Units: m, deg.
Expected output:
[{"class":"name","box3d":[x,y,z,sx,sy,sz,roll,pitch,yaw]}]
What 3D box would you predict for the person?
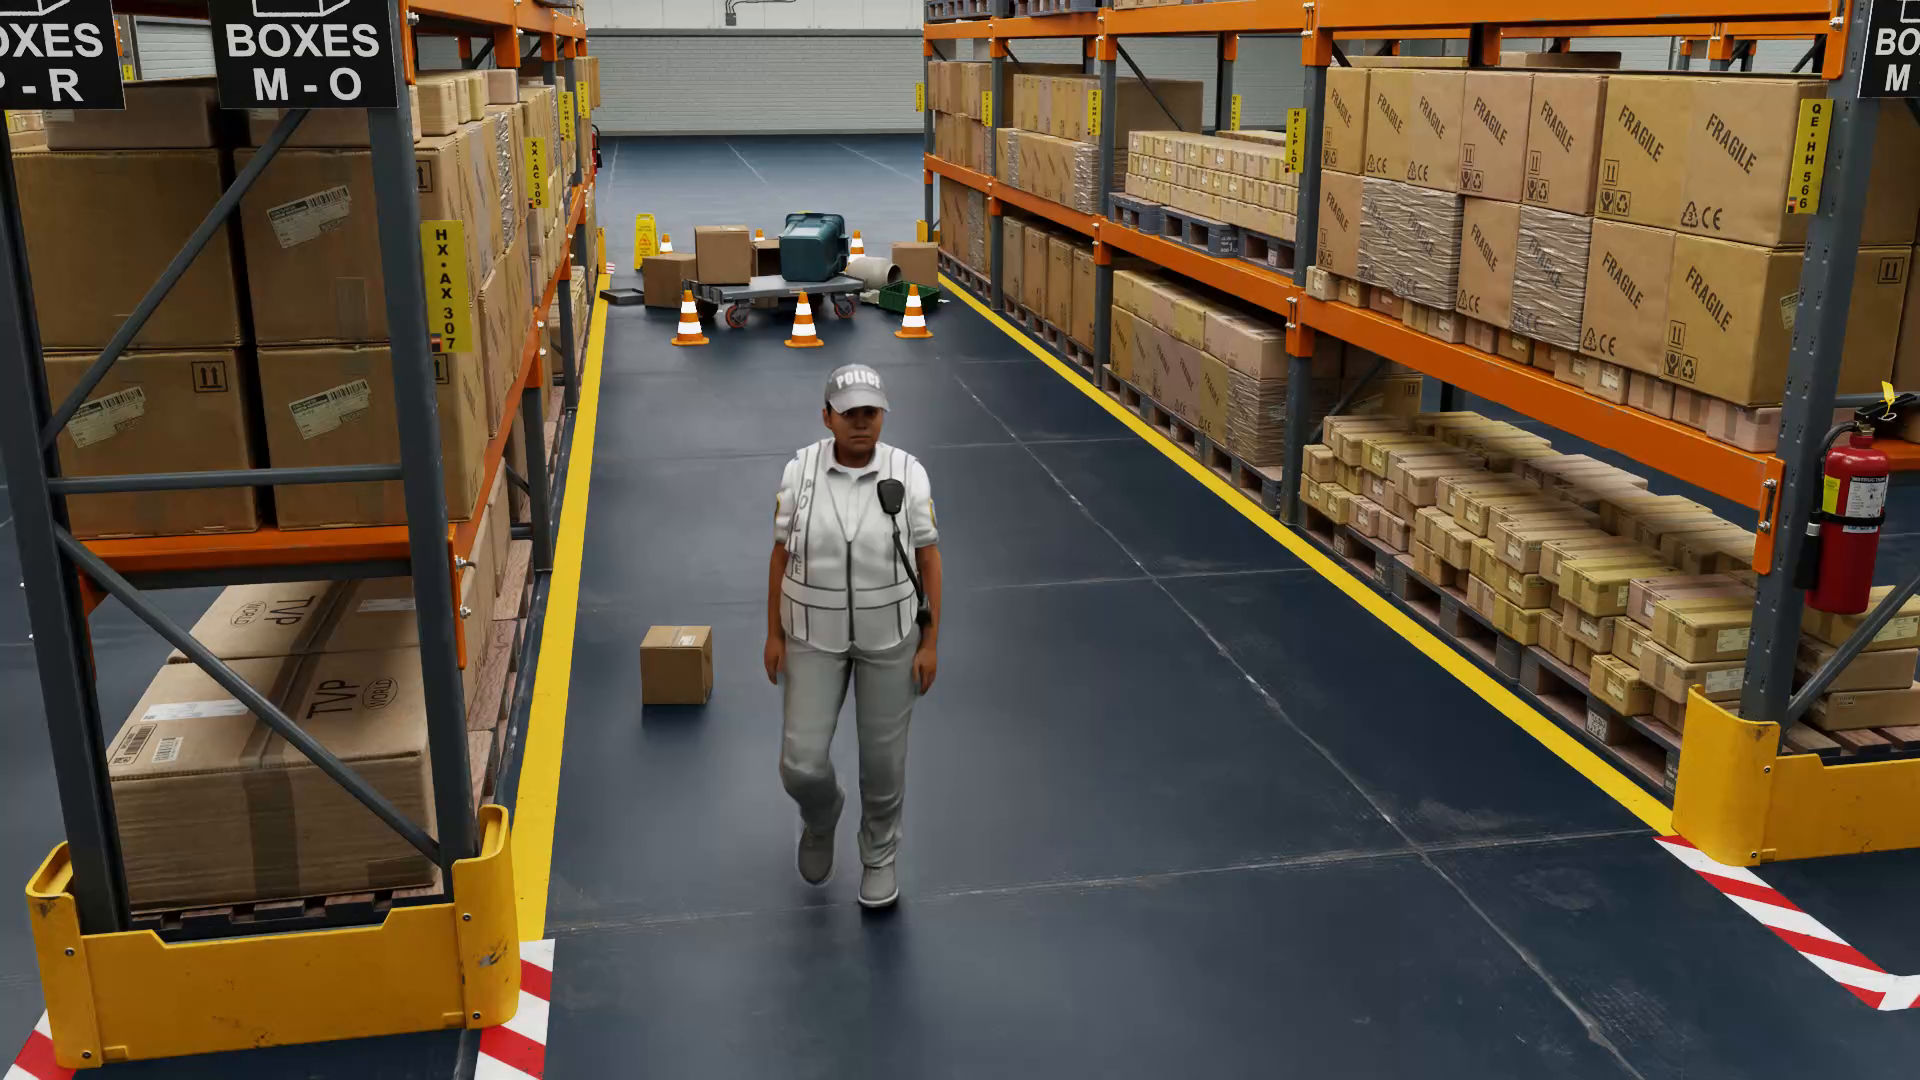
[{"class":"person","box3d":[-0.319,0.305,4.926,0.535,1.665,0.453,-1,16,-2]}]
